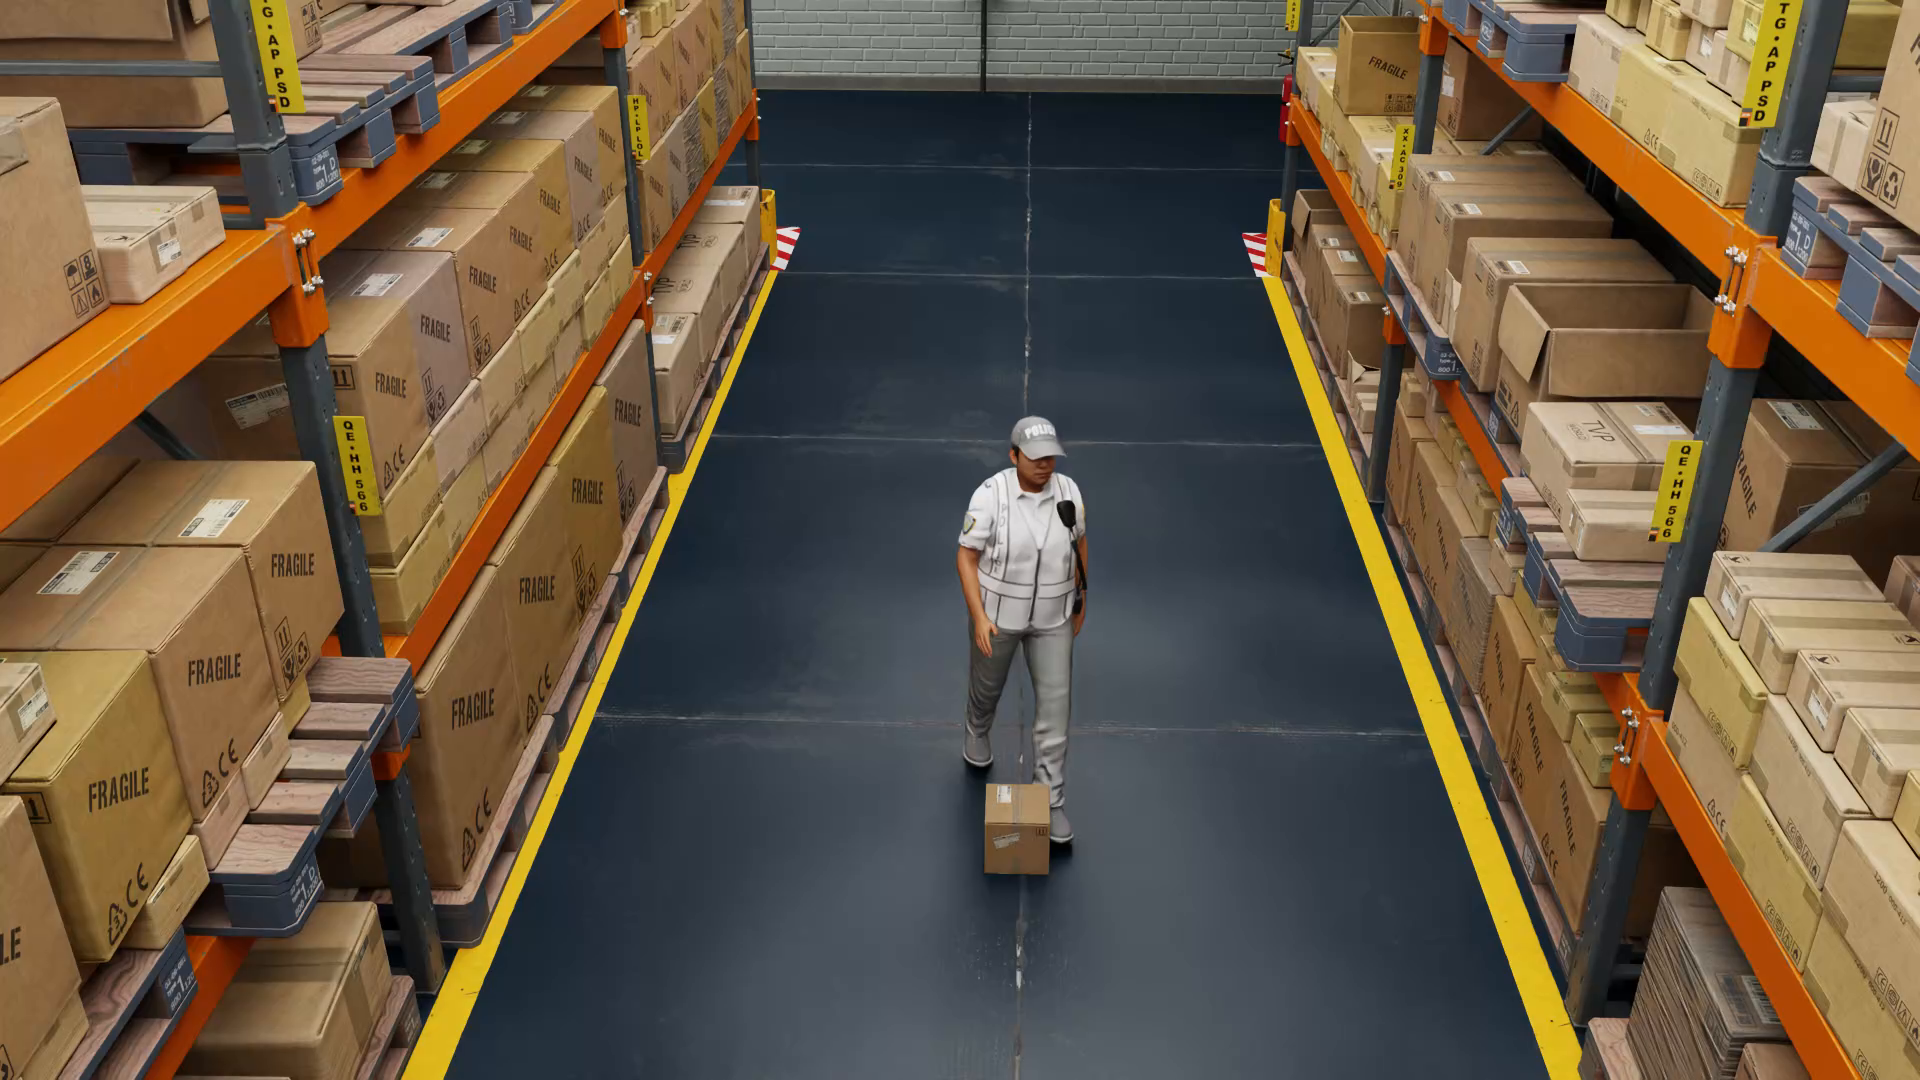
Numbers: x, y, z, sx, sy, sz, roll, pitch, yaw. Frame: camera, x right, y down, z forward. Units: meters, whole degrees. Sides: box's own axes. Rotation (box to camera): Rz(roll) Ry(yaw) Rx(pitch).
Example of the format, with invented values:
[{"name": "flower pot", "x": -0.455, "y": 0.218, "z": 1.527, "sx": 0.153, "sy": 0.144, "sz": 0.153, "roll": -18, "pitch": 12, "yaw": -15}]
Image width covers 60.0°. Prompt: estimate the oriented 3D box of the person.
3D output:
[{"name": "person", "x": 0.263, "y": 0.319, "z": 6.533, "sx": 0.540, "sy": 1.628, "sz": 0.883, "roll": -3, "pitch": 28, "yaw": -5}]
